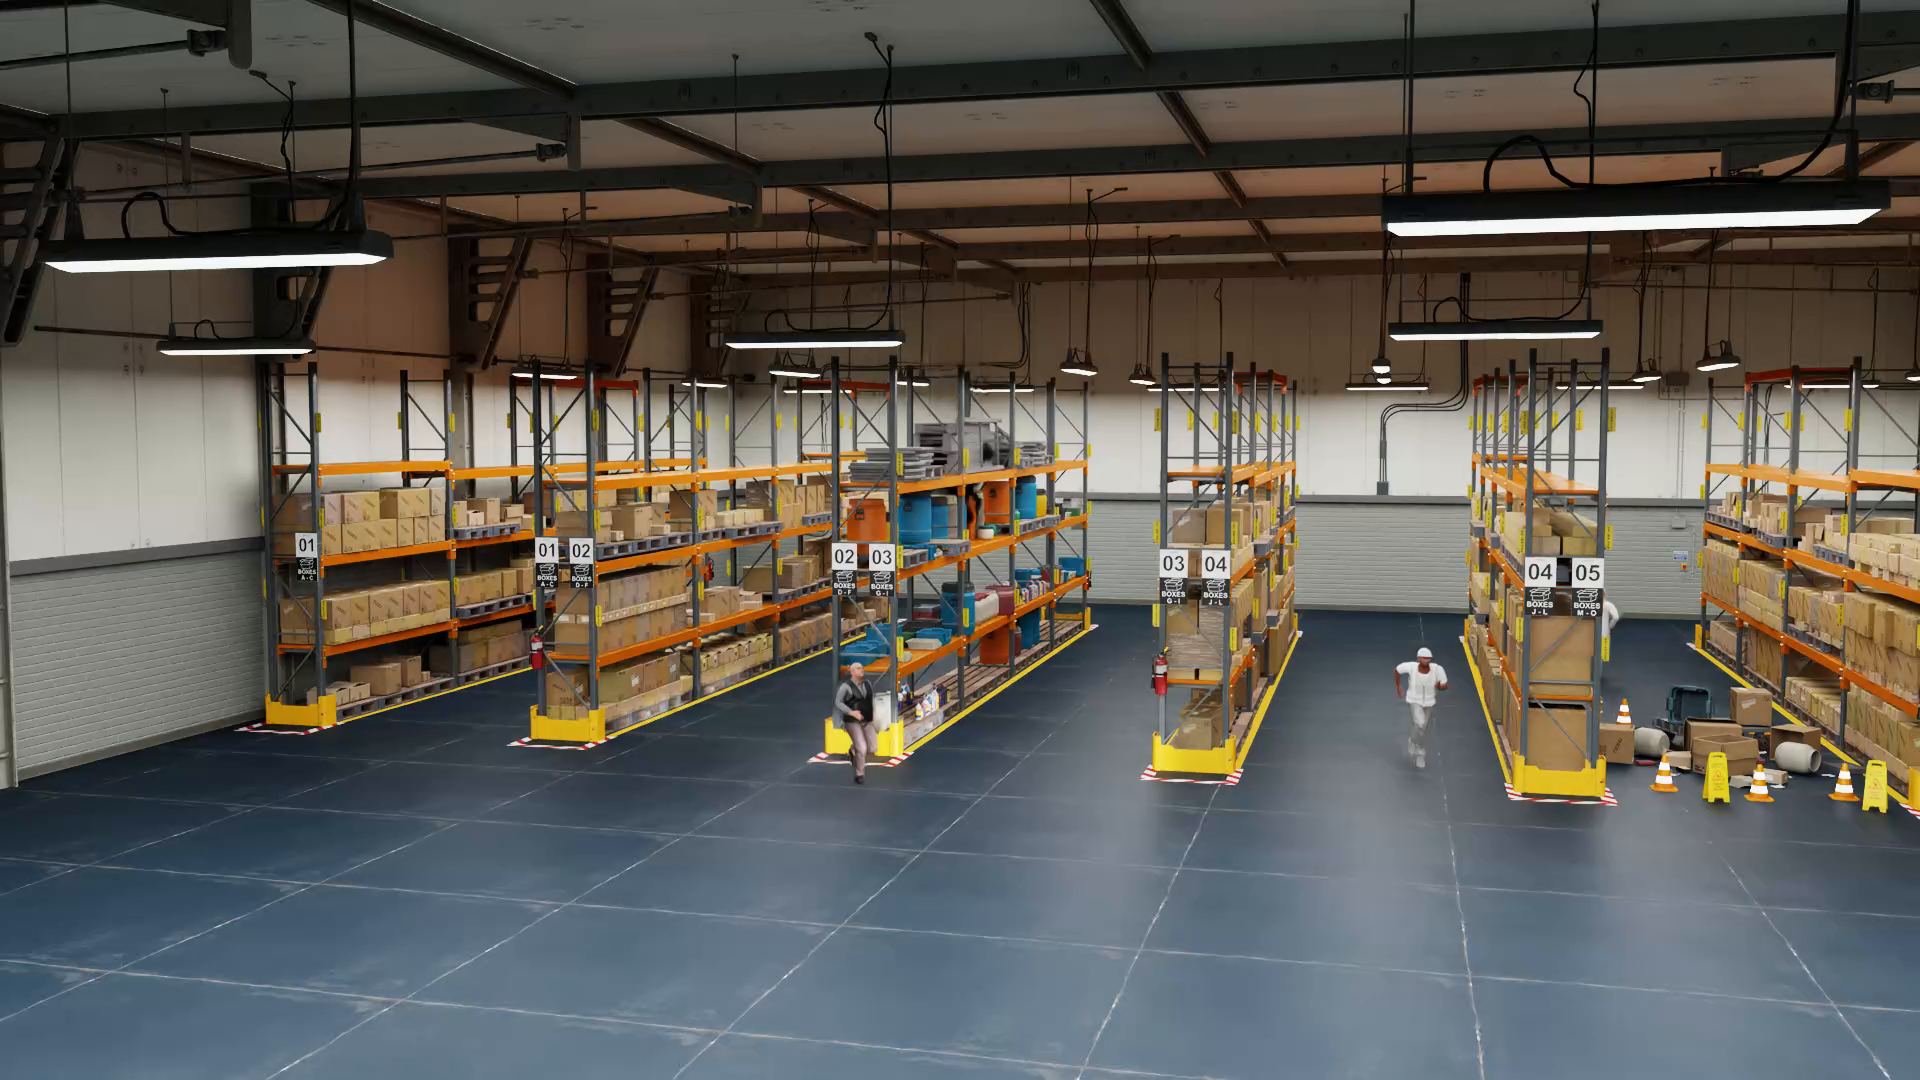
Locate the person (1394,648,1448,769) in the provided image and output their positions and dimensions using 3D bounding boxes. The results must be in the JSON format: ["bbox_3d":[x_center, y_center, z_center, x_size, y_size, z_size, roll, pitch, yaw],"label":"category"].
[{"bbox_3d":[6.753,2.430,24.416,0.690,1.770,0.958,0,4,-4],"label":"person"}]

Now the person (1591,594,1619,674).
[{"bbox_3d":[12.608,1.823,32.830,0.704,1.734,0.724,1,4,13],"label":"person"}]

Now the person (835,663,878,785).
[{"bbox_3d":[-1.437,2.543,23.202,0.701,1.686,0.584,-4,6,-44],"label":"person"}]
